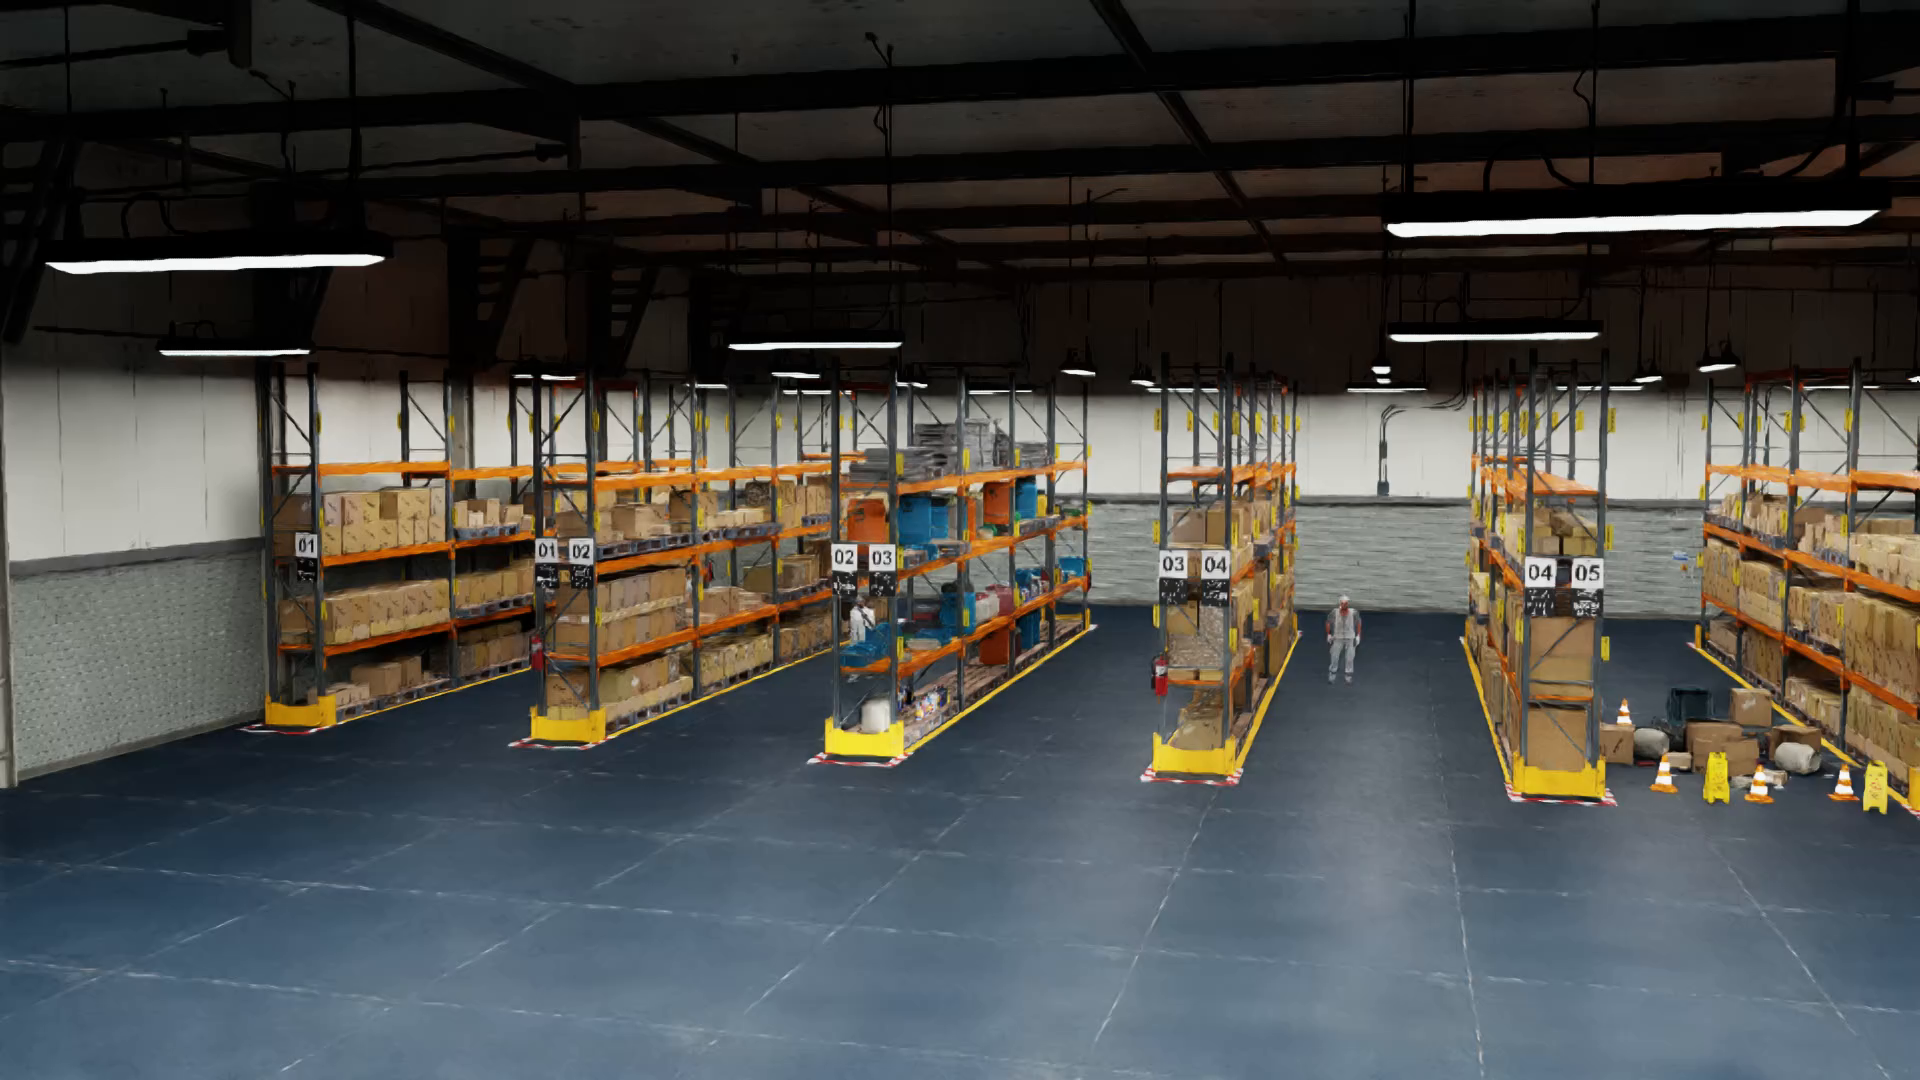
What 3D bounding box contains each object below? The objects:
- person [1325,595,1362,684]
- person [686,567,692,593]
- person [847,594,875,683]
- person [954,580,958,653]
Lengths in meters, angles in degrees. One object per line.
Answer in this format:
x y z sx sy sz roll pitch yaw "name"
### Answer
7.343 1.900 31.859 0.677 1.742 0.551 1 4 13 "person"
-6.417 1.410 39.432 0.499 1.587 1.074 1 4 13 "person"
-1.889 1.884 32.134 0.554 1.706 1.040 1 4 13 "person"
-0.065 1.652 36.208 0.447 1.574 1.088 1 4 17 "person"
